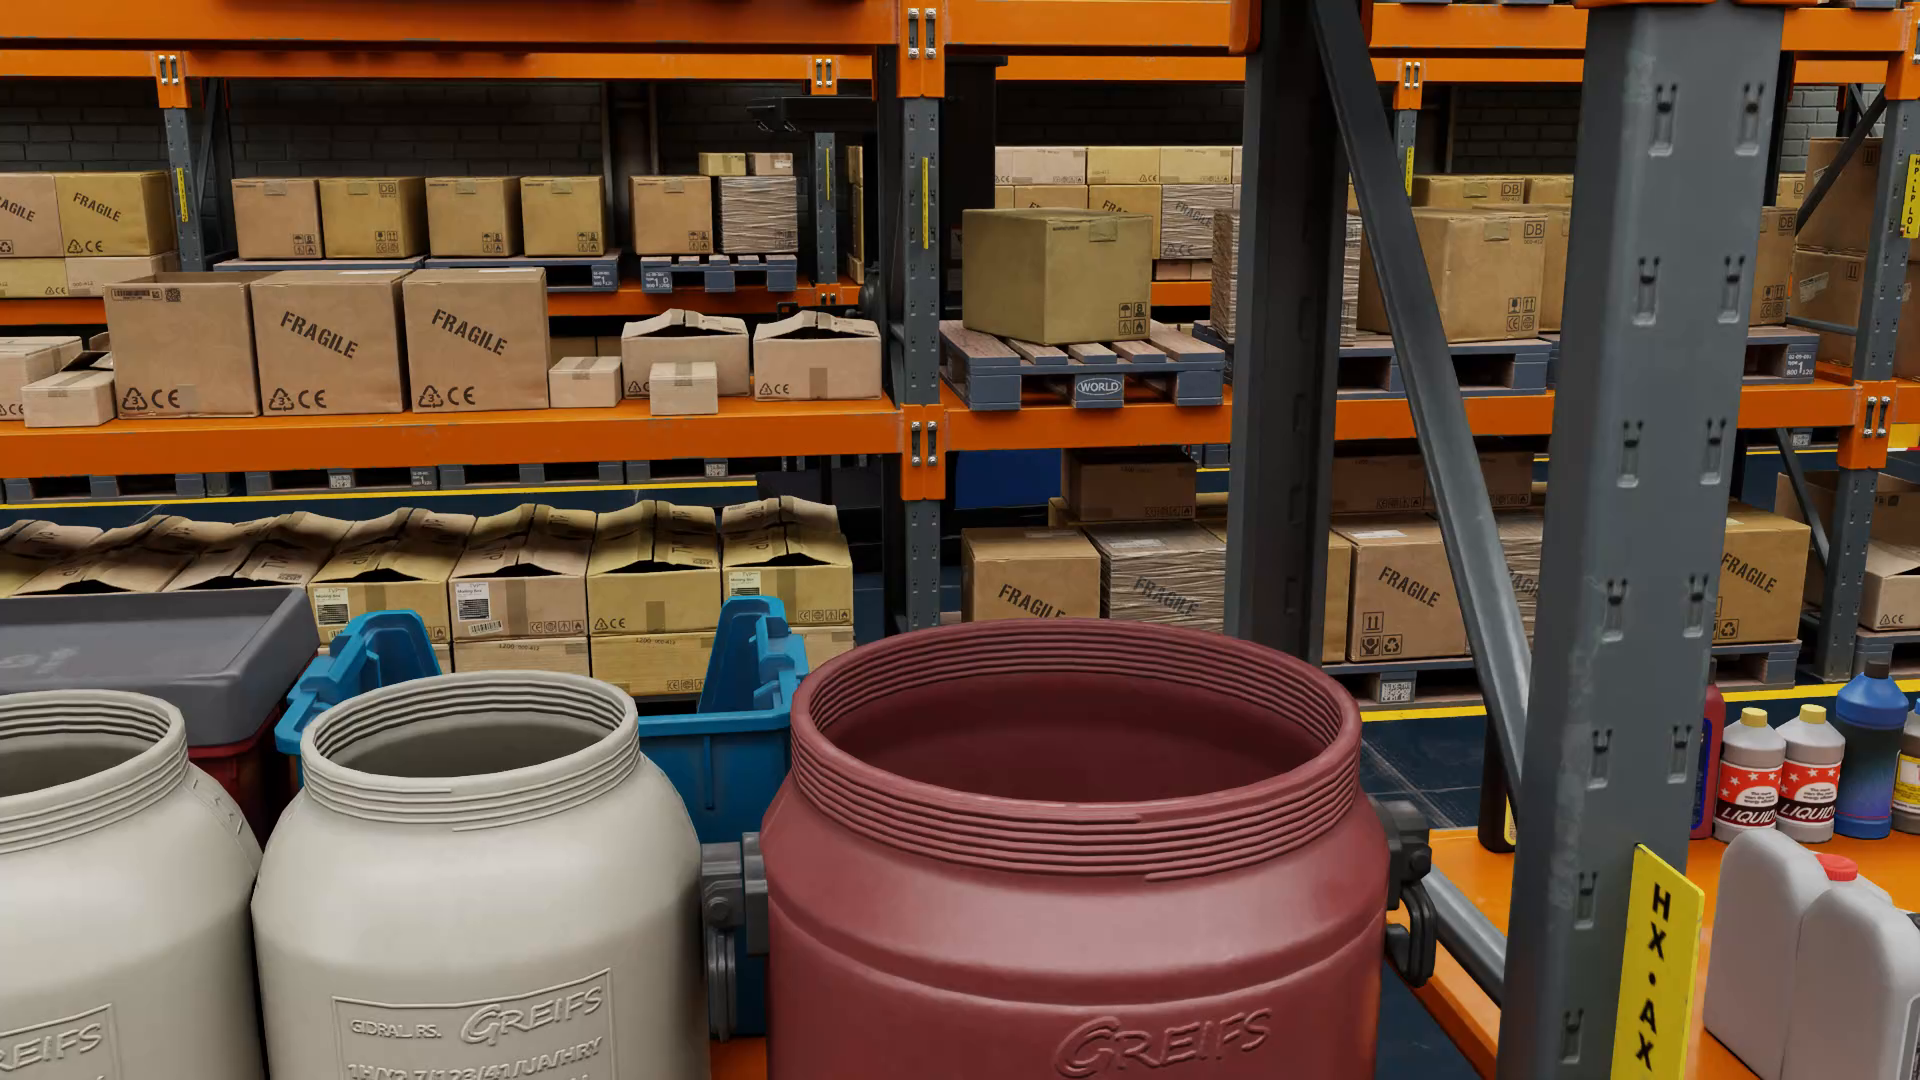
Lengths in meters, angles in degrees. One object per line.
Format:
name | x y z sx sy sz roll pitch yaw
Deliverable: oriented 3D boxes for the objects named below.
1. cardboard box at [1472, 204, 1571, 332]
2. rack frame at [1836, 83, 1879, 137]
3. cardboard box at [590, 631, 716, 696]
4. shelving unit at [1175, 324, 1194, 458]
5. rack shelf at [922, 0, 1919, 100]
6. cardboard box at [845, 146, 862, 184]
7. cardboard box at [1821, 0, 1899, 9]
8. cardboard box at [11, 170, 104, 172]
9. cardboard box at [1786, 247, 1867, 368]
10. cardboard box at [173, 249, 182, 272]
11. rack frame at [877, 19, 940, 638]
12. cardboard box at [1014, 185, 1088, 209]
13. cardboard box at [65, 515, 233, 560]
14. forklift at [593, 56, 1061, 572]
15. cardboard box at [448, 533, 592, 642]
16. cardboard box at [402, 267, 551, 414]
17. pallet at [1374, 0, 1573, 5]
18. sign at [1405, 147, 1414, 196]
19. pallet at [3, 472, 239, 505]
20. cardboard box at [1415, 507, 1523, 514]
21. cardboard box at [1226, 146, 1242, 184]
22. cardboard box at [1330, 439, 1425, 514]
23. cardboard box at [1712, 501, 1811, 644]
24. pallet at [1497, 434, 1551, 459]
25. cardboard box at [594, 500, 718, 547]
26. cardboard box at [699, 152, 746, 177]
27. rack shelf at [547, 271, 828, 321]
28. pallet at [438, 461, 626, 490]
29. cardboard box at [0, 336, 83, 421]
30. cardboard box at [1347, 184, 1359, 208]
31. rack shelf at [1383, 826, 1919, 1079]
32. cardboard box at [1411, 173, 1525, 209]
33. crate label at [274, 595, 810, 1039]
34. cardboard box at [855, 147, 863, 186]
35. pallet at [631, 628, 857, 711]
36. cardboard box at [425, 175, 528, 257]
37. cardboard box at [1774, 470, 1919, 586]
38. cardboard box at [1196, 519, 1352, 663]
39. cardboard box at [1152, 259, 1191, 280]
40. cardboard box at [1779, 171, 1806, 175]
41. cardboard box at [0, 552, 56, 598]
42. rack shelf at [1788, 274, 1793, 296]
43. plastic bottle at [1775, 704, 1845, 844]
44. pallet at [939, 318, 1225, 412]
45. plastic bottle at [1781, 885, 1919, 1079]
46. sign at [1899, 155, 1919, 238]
cardboard box | 2.570 -1.199 7.268 0.500 0.500 0.700 0 14 1
rack frame | 6.956 -2.287 12.674 0.127 3.000 1.000 -2 14 -8
cardboard box | -1.206 0.422 6.663 0.500 0.250 0.500 -2 14 -9
shelving unit | 1.102 -0.663 9.900 0.503 1.200 0.258 -4 15 -16
rack shelf | 1.764 -1.984 6.779 4.000 0.370 1.077 -2 14 -8
cardboard box | -0.545 -2.642 11.690 0.500 0.250 0.500 -2 14 -7
cardboard box | 4.183 -2.414 7.324 0.500 0.250 0.500 -2 14 -8
cardboard box | -5.918 -2.168 10.926 0.500 0.500 0.500 -2 14 -9
cardboard box | 4.198 -1.079 7.651 0.500 0.500 0.500 -2 14 -7
cardboard box | -5.407 -1.823 11.093 0.500 0.250 0.500 -2 14 -8
rack frame | -0.213 -0.805 6.767 0.127 3.000 1.000 -2 14 -8
cardboard box | 0.574 -2.190 11.429 0.500 0.500 0.500 -2 14 -9
cardboard box | -3.297 0.093 6.819 0.500 0.311 0.500 -2 14 -7
forklift | -0.604 -1.379 9.193 3.031 2.935 1.130 -4 15 -16
cardboard box | -1.707 0.169 6.519 0.500 0.311 0.500 -2 14 -9
cardboard box | -1.870 -0.789 6.497 0.500 0.500 0.500 -3 14 -11
pallet | 2.062 -2.269 6.823 1.003 0.211 1.213 -2 14 -8
sign | 3.091 -2.535 11.446 0.005 0.325 0.100 -2 14 -8
pallet | -5.569 -0.467 11.148 1.213 0.211 1.003 -2 14 -8
cardboard box | 2.206 0.046 7.607 0.500 0.500 0.500 -2 14 -8
cardboard box | 2.070 -2.613 11.576 0.500 0.250 0.500 -2 14 -7
cardboard box | 1.743 -0.302 7.451 0.500 0.250 0.500 -2 14 -9
cardboard box | 3.297 0.135 7.250 0.500 0.500 0.500 -2 14 -9
pallet | 3.764 -0.798 12.470 1.213 0.211 1.003 -2 14 -8
cardboard box | -1.293 0.022 7.104 0.500 0.311 0.500 -2 14 -10
cardboard box | -1.608 -2.538 11.234 0.250 0.149 0.380 -5 15 -18
rack shelf | -2.933 -1.575 11.316 4.000 0.370 1.077 -2 14 -8
pallet | -2.932 -0.573 11.573 1.213 0.211 1.003 -2 14 -8
cardboard box | -3.688 -0.616 6.320 0.500 0.250 0.500 -1 14 -5
cardboard box | 2.581 -2.267 11.737 0.500 0.500 0.500 -2 14 -9
rack shelf | 2.499 0.663 2.392 4.000 0.370 1.077 -2 14 -8
cardboard box | 3.539 -2.303 12.122 0.700 0.700 0.980 -2 14 -7
crate label | -0.502 0.340 2.127 0.616 0.435 0.502 -2 14 -8
cardboard box | -0.439 -2.519 11.198 0.500 0.250 0.500 -2 14 -7
pallet | -1.033 0.568 7.025 1.213 0.211 1.003 -2 14 -8
cardboard box | -3.202 -2.174 11.114 0.500 0.500 0.700 0 14 -1
cardboard box | 4.263 -0.040 7.950 0.500 0.500 0.500 -2 14 -8
cardboard box | 1.293 0.209 6.958 0.500 0.500 0.500 -2 14 -9
cardboard box | 1.446 -1.914 11.662 0.250 0.149 0.380 -2 14 -10
cardboard box | 6.453 -2.411 12.554 0.700 0.700 0.980 -1 14 -6
cardboard box | -3.723 0.242 6.225 0.500 0.311 0.500 -2 14 -8
rack shelf | 4.978 -1.865 12.472 4.000 0.370 1.077 -2 14 -8
plastic bottle | 1.299 0.354 2.554 0.097 0.201 0.097 0 14 0
pallet | 0.447 -0.754 6.956 1.003 0.211 1.213 -2 14 -8
plastic bottle | 0.997 0.508 1.783 0.135 0.276 0.152 -2 14 -8
sign | 3.828 -1.379 6.673 0.005 0.325 0.100 -2 14 -8
